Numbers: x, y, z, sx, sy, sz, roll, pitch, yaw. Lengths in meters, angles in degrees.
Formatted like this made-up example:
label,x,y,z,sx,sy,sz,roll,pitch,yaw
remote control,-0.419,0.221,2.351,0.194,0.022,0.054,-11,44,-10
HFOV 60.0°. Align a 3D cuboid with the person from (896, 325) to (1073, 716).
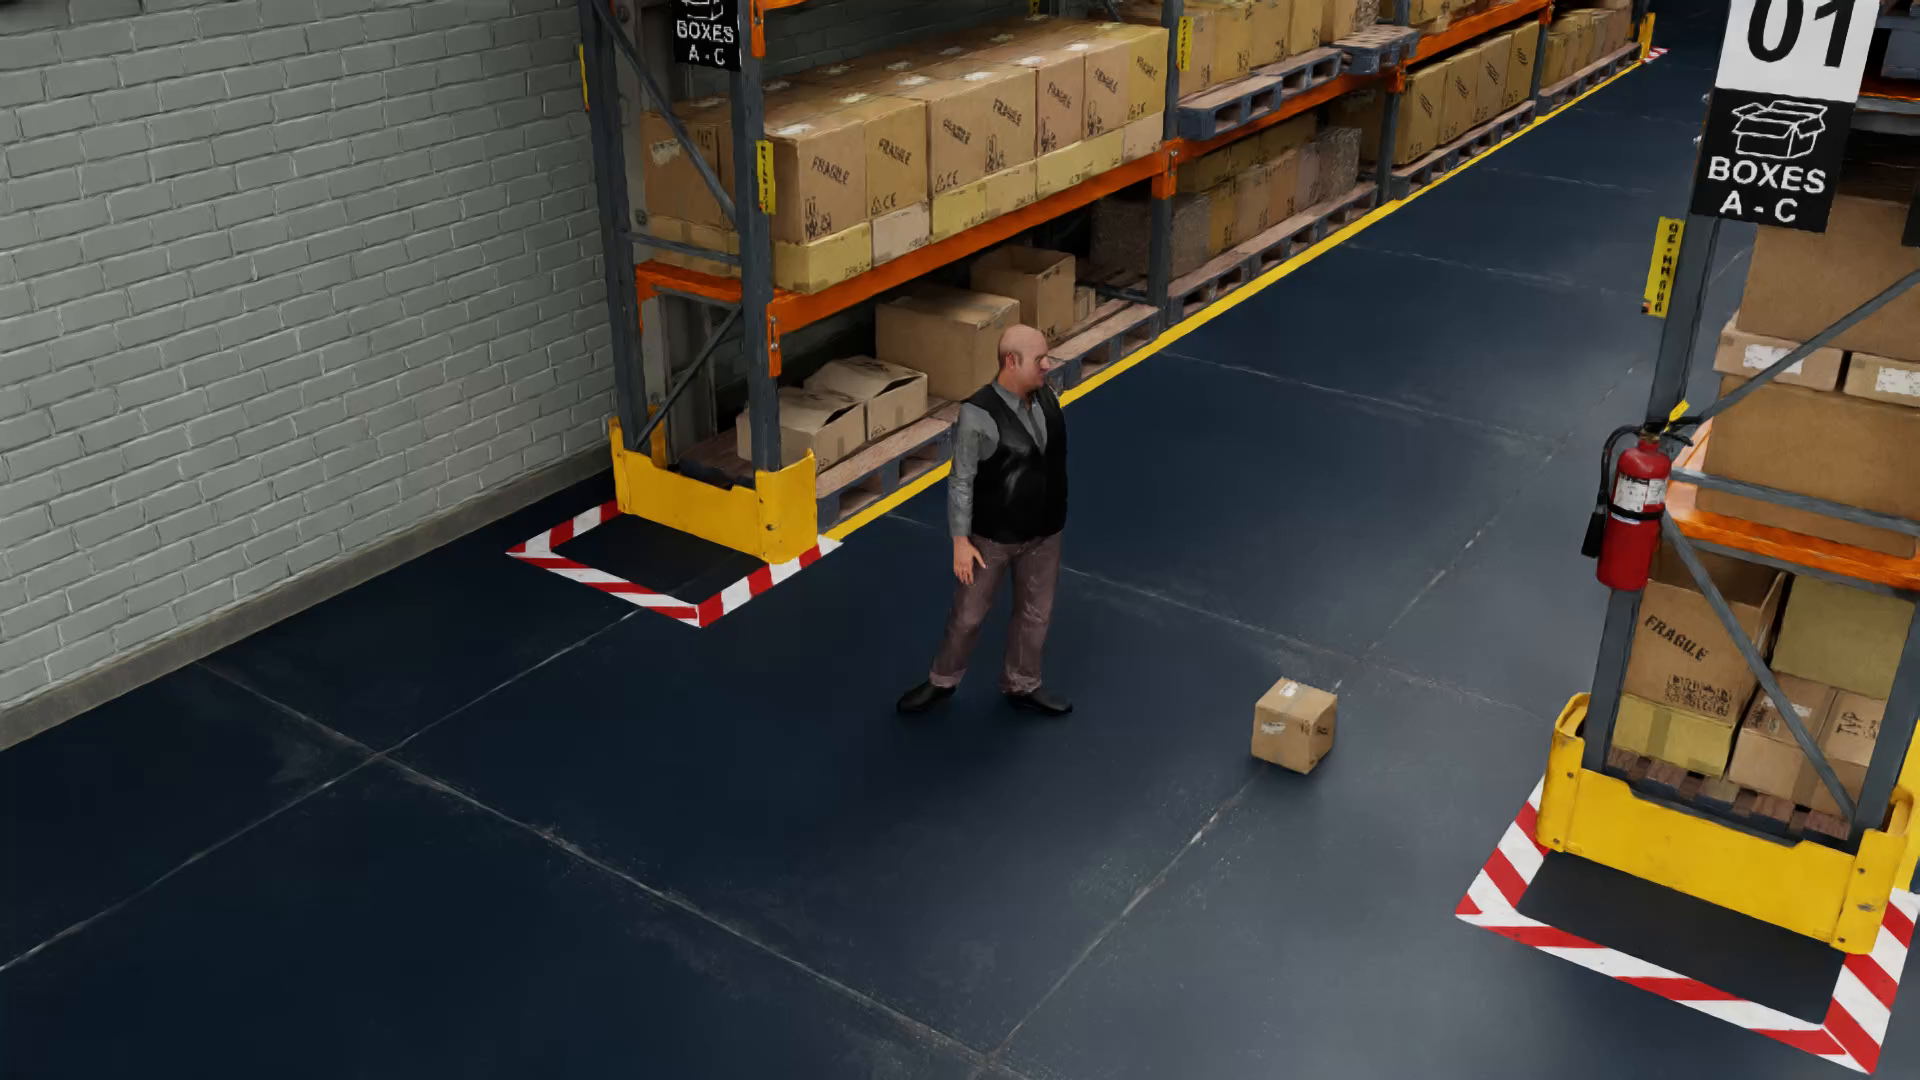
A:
label,x,y,z,sx,sy,sz,roll,pitch,yaw
person,0.112,-0.034,6.717,0.692,1.725,0.470,-16,31,-29
